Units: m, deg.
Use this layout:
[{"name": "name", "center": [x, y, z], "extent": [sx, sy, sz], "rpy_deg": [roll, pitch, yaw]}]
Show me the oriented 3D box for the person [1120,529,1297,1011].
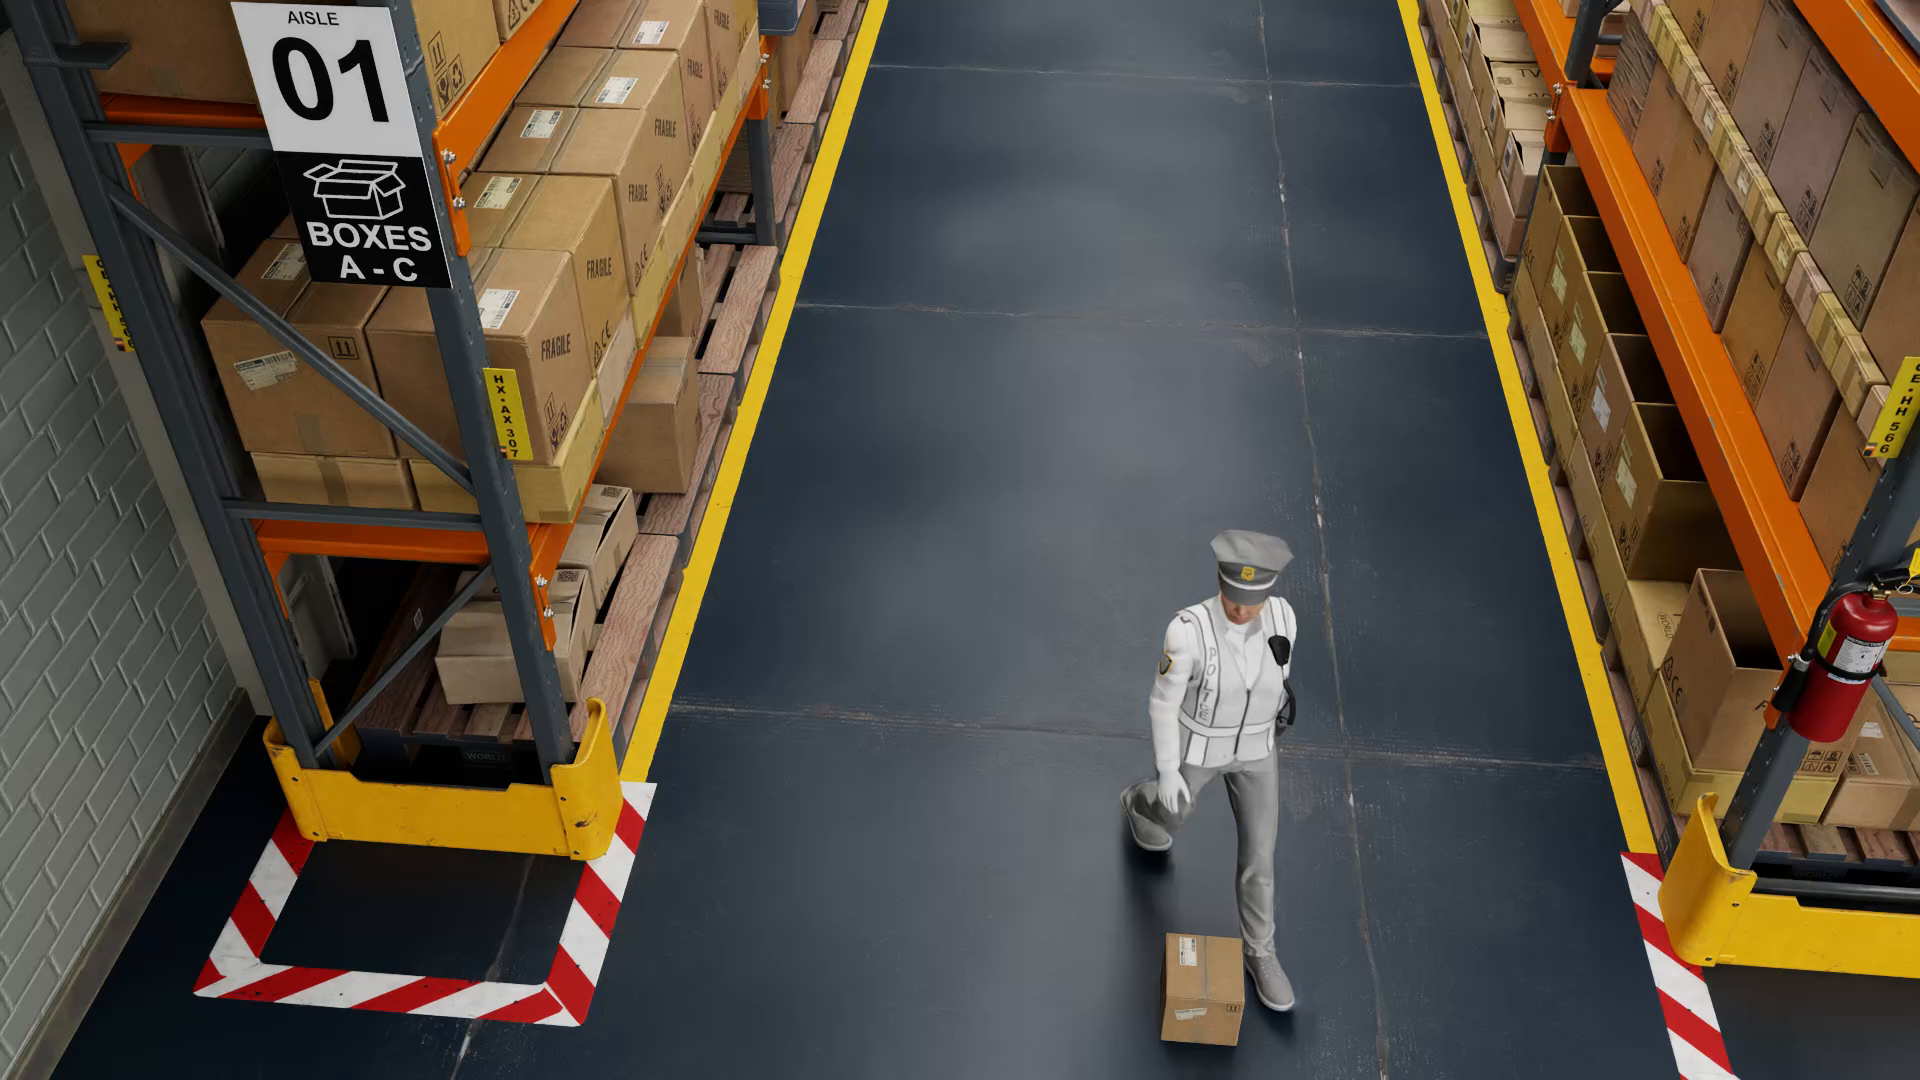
[{"name": "person", "center": [0.858, 0.688, 5.364], "extent": [0.512, 1.619, 0.988], "rpy_deg": [-8, 41, -9]}]
